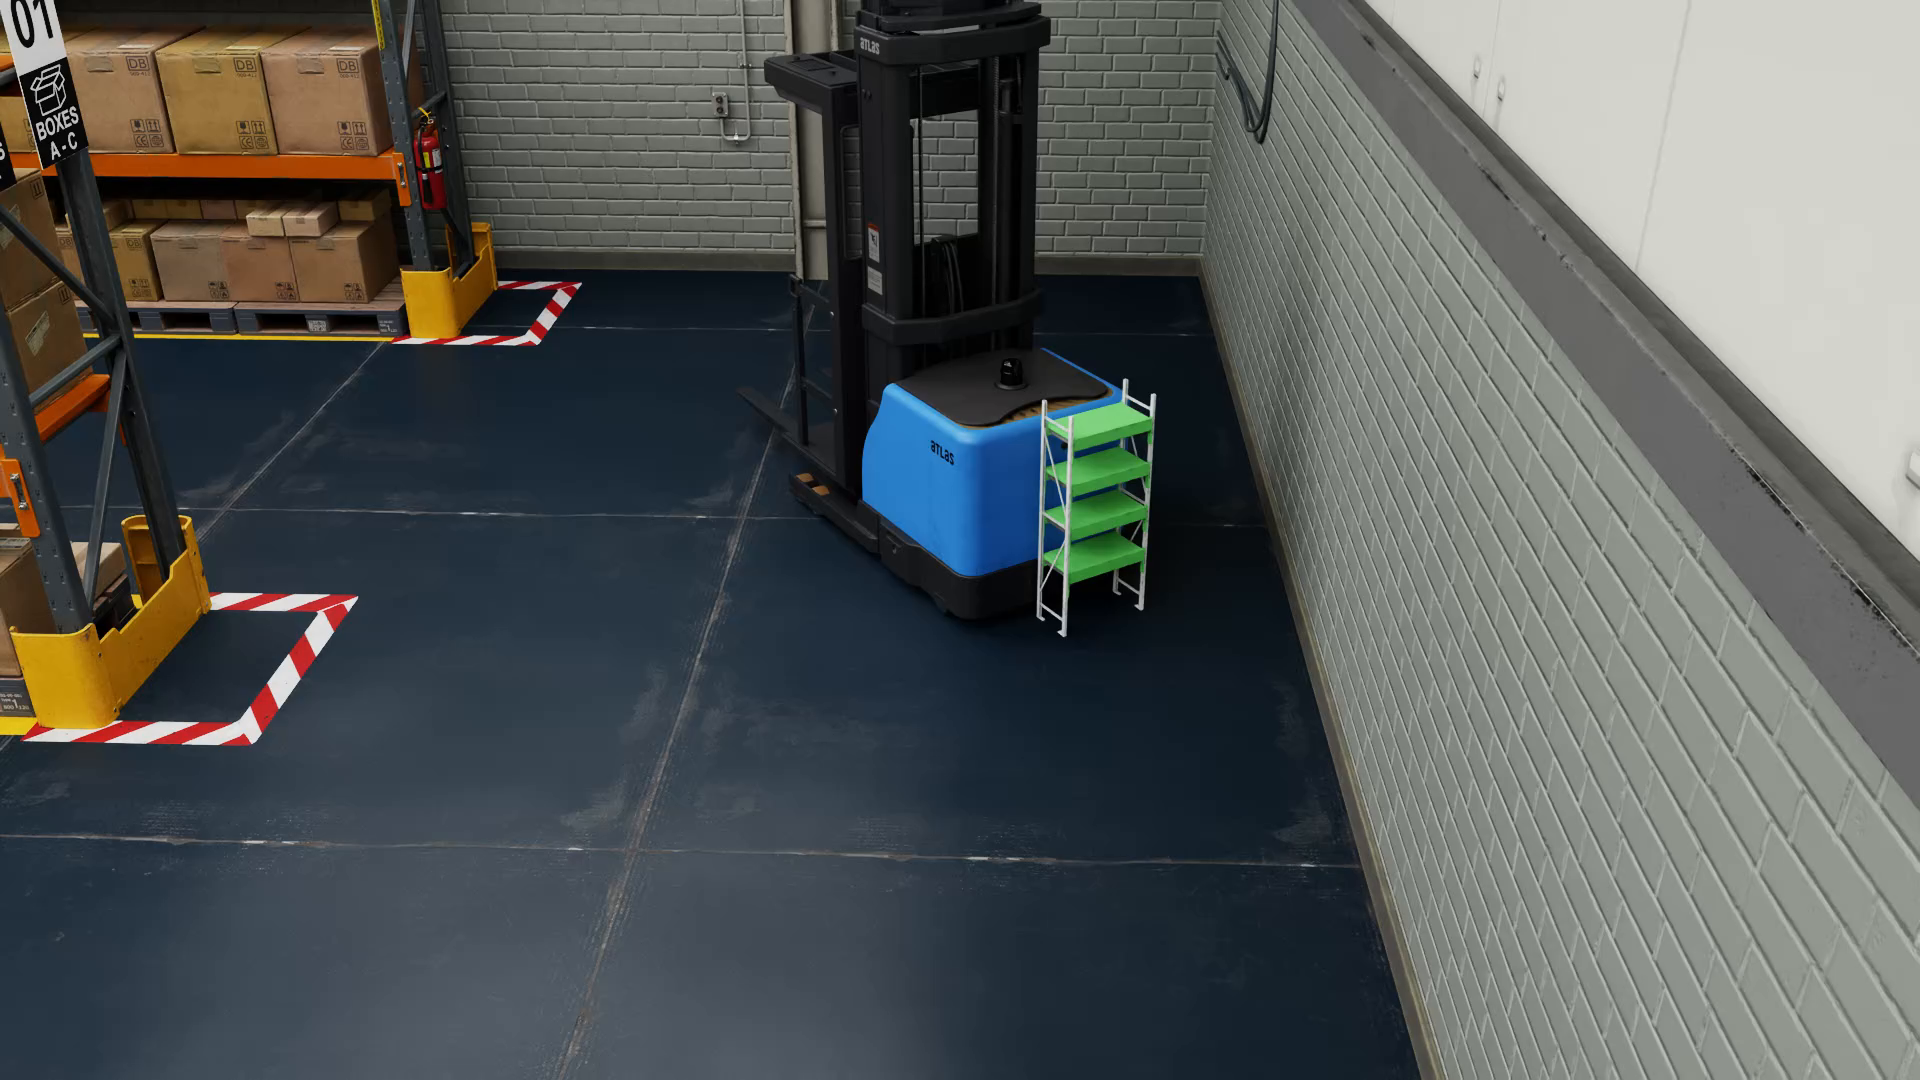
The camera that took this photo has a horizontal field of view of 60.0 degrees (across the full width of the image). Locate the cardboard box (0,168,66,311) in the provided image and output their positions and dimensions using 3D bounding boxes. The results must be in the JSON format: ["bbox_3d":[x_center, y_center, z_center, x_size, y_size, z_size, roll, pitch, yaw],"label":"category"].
[{"bbox_3d":[-4.416,-1.349,7.419,0.500,0.500,0.500,2,28,3],"label":"cardboard box"}]

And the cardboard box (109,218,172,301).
[{"bbox_3d":[-6.050,-2.119,12.265,0.500,0.500,0.700,2,28,3],"label":"cardboard box"}]

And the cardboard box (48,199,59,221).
[{"bbox_3d":[-6.729,-2.334,11.978,0.250,0.149,0.380,2,28,4],"label":"cardboard box"}]

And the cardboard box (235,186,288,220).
[{"bbox_3d":[-5.139,-2.488,12.268,0.250,0.149,0.380,1,28,2],"label":"cardboard box"}]

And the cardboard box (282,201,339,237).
[{"bbox_3d":[-4.649,-2.301,11.915,0.250,0.149,0.380,1,28,1],"label":"cardboard box"}]

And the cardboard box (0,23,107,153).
[{"bbox_3d":[-6.538,-3.219,11.799,0.700,0.700,0.980,0,28,0],"label":"cardboard box"}]

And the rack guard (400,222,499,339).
[{"bbox_3d":[-3.787,-1.947,12.388,0.348,0.500,1.175,1,28,2],"label":"rack guard"}]

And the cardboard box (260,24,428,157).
[{"bbox_3d":[-4.321,-3.188,11.740,0.700,0.700,0.980,2,28,4],"label":"cardboard box"}]

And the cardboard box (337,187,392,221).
[{"bbox_3d":[-4.382,-2.475,12.245,0.250,0.149,0.380,1,28,2],"label":"cardboard box"}]

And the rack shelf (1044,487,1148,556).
[{"bbox_3d":[0.669,-0.097,8.289,0.480,0.148,0.258,-17,32,-28],"label":"rack shelf"}]

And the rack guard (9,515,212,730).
[{"bbox_3d":[-4.058,0.371,8.017,0.348,0.500,1.175,1,28,2],"label":"rack guard"}]

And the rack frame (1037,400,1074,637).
[{"bbox_3d":[0.463,-0.092,8.142,0.015,1.200,0.240,-17,32,-28],"label":"rack frame"}]

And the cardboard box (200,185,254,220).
[{"bbox_3d":[-5.393,-2.492,12.276,0.250,0.149,0.380,1,28,3],"label":"cardboard box"}]

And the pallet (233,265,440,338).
[{"bbox_3d":[-4.613,-1.796,12.413,1.213,0.211,1.003,1,28,2],"label":"pallet"}]

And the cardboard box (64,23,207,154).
[{"bbox_3d":[-5.810,-3.211,11.785,0.700,0.700,0.980,0,28,-1],"label":"cardboard box"}]

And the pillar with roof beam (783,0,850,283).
[{"bbox_3d":[-1.234,-4.047,7.277,0.400,9.000,9.100,1,28,2],"label":"pillar with roof beam"}]

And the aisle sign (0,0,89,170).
[{"bbox_3d":[-3.904,-2.018,7.078,0.004,0.787,0.394,1,28,2],"label":"aisle sign"}]

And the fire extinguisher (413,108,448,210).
[{"bbox_3d":[-3.677,-2.634,11.497,0.183,0.674,0.296,1,28,2],"label":"fire extinguisher"}]

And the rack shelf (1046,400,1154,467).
[{"bbox_3d":[0.669,-0.521,8.064,0.480,0.148,0.258,-17,32,-28],"label":"rack shelf"}]

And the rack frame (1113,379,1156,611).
[{"bbox_3d":[0.874,-0.215,8.375,0.015,1.200,0.240,-17,32,-28],"label":"rack frame"}]

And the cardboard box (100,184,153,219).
[{"bbox_3d":[-6.160,-2.504,12.299,0.250,0.149,0.380,1,28,2],"label":"cardboard box"}]

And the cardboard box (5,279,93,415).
[{"bbox_3d":[-4.416,-0.908,7.653,0.500,0.500,0.500,2,28,3],"label":"cardboard box"}]

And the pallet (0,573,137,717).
[{"bbox_3d":[-4.855,0.486,8.109,1.213,0.211,1.003,1,28,2],"label":"pallet"}]

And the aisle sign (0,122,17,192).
[{"bbox_3d":[-3.925,-1.737,6.548,0.004,0.787,0.394,1,28,2],"label":"aisle sign"}]

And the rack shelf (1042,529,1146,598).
[{"bbox_3d":[0.669,0.115,8.401,0.480,0.148,0.258,-17,32,-28],"label":"rack shelf"}]

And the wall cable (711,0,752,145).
[{"bbox_3d":[-2.498,-3.922,12.361,1.851,1.984,0.084,1,28,2],"label":"wall cable"}]

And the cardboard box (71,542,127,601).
[{"bbox_3d":[-4.389,0.165,8.311,0.250,0.149,0.380,1,28,2],"label":"cardboard box"}]

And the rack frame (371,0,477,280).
[{"bbox_3d":[-3.811,-3.051,11.804,0.127,3.000,1.000,1,28,2],"label":"rack frame"}]

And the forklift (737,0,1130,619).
[{"bbox_3d":[-0.334,-1.544,9.034,1.130,2.935,3.031,-16,32,-28],"label":"forklift"}]

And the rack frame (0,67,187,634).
[{"bbox_3d":[-3.982,-0.733,7.429,0.127,3.000,1.000,1,28,2],"label":"rack frame"}]

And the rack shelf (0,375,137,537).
[{"bbox_3d":[-5.981,-0.448,7.660,4.000,0.370,1.077,1,28,2],"label":"rack shelf"}]

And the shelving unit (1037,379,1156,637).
[{"bbox_3d":[0.669,-0.154,8.259,0.503,1.200,0.258,-17,32,-28],"label":"shelving unit"}]

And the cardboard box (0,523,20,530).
[{"bbox_3d":[-5.015,0.138,8.253,0.500,0.250,0.500,1,28,2],"label":"cardboard box"}]

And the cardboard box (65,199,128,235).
[{"bbox_3d":[-6.207,-2.325,11.962,0.250,0.149,0.380,0,28,0],"label":"cardboard box"}]

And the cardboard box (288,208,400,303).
[{"bbox_3d":[-4.514,-2.097,12.224,0.500,0.500,0.700,1,28,2],"label":"cardboard box"}]

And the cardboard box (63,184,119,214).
[{"bbox_3d":[-6.413,-2.508,12.307,0.250,0.149,0.380,0,28,0],"label":"cardboard box"}]

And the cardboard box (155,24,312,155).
[{"bbox_3d":[-5.049,-3.194,11.753,0.700,0.700,0.980,1,28,1],"label":"cardboard box"}]

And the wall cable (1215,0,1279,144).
[{"bbox_3d":[1.829,-4.069,10.634,0.112,2.526,3.097,1,28,2],"label":"wall cable"}]

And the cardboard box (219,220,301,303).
[{"bbox_3d":[-5.014,-2.106,12.240,0.500,0.500,0.700,1,28,2],"label":"cardboard box"}]

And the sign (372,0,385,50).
[{"bbox_3d":[-3.844,-3.414,10.998,0.005,0.325,0.100,1,28,2],"label":"sign"}]

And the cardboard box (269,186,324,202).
[{"bbox_3d":[-4.889,-2.483,12.260,0.250,0.149,0.380,1,28,2],"label":"cardboard box"}]

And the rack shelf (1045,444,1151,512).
[{"bbox_3d":[0.669,-0.309,8.176,0.480,0.148,0.258,-17,32,-28],"label":"rack shelf"}]

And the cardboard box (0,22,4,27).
[{"bbox_3d":[-7.267,-3.233,11.827,0.700,0.700,0.980,1,28,3],"label":"cardboard box"}]

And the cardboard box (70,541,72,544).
[{"bbox_3d":[-4.638,0.153,8.314,0.250,0.166,0.380,1,28,2],"label":"cardboard box"}]

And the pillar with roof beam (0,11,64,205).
[{"bbox_3d":[-7.230,-4.146,7.464,0.400,9.000,9.100,1,28,2],"label":"pillar with roof beam"}]

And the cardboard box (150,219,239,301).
[{"bbox_3d":[-5.517,-2.114,12.255,0.500,0.500,0.700,0,28,0],"label":"cardboard box"}]

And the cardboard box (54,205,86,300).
[{"bbox_3d":[-6.563,-2.128,12.283,0.500,0.500,0.700,1,28,1],"label":"cardboard box"}]

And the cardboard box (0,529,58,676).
[{"bbox_3d":[-4.534,0.284,7.711,0.500,0.500,0.500,1,28,2],"label":"cardboard box"}]

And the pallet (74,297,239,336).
[{"bbox_3d":[-5.829,-1.817,12.453,1.213,0.211,1.003,1,28,2],"label":"pallet"}]

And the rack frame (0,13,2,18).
[{"bbox_3d":[-3.982,-3.383,6.024,0.127,3.000,1.000,1,28,2],"label":"rack frame"}]

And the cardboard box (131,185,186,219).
[{"bbox_3d":[-5.902,-2.500,12.291,0.250,0.149,0.380,0,28,1],"label":"cardboard box"}]

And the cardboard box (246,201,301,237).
[{"bbox_3d":[-4.904,-2.305,11.923,0.250,0.149,0.380,2,28,3],"label":"cardboard box"}]

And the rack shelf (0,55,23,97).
[{"bbox_3d":[-5.981,-1.773,6.958,4.000,0.370,1.077,1,28,2],"label":"rack shelf"}]

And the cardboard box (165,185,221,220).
[{"bbox_3d":[-5.649,-2.496,12.283,0.250,0.149,0.380,1,28,2],"label":"cardboard box"}]

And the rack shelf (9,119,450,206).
[{"bbox_3d":[-5.810,-2.767,12.034,4.000,0.370,1.077,1,28,2],"label":"rack shelf"}]
